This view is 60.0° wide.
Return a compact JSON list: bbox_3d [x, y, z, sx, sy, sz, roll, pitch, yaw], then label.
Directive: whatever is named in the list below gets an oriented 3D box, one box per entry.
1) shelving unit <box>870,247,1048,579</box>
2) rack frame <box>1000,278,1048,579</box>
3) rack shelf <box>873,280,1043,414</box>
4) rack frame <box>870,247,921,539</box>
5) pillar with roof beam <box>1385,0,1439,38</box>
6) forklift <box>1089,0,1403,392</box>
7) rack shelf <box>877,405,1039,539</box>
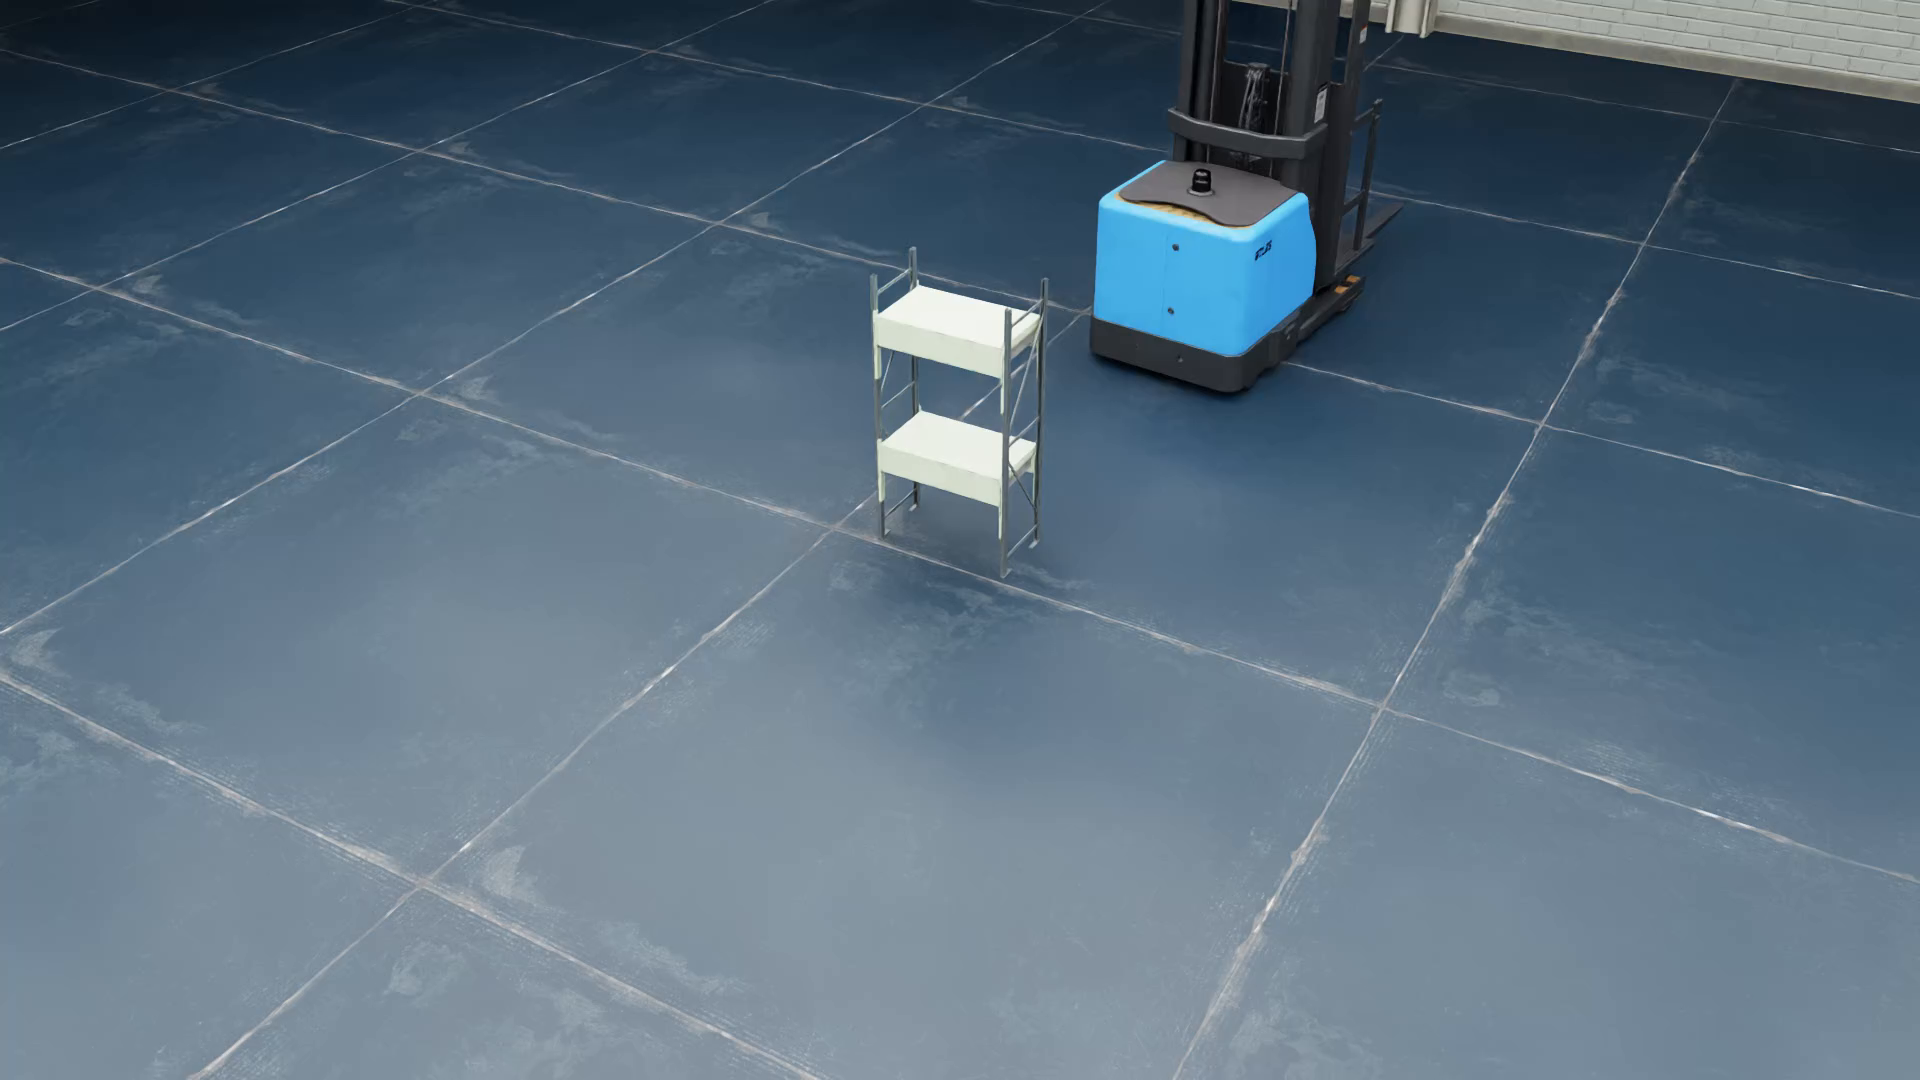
[{"bbox_3d":[-0.006,-0.626,8.337,0.755,1.500,0.431,18,37,24],"label":"shelving unit"},{"bbox_3d":[0.312,-0.525,8.186,0.023,1.500,0.400,18,37,24],"label":"rack frame"},{"bbox_3d":[-0.006,-0.951,8.121,0.720,0.370,0.431,18,37,24],"label":"rack shelf"},{"bbox_3d":[-0.324,-0.727,8.488,0.023,1.500,0.400,18,37,24],"label":"rack frame"},{"bbox_3d":[2.244,-6.634,10.594,0.400,9.000,9.100,18,37,24],"label":"pillar with roof beam"},{"bbox_3d":[2.063,-2.876,10.424,1.130,2.935,3.031,21,39,28],"label":"forklift"},{"bbox_3d":[-0.006,-0.355,8.518,0.720,0.370,0.431,18,37,24],"label":"rack shelf"}]
